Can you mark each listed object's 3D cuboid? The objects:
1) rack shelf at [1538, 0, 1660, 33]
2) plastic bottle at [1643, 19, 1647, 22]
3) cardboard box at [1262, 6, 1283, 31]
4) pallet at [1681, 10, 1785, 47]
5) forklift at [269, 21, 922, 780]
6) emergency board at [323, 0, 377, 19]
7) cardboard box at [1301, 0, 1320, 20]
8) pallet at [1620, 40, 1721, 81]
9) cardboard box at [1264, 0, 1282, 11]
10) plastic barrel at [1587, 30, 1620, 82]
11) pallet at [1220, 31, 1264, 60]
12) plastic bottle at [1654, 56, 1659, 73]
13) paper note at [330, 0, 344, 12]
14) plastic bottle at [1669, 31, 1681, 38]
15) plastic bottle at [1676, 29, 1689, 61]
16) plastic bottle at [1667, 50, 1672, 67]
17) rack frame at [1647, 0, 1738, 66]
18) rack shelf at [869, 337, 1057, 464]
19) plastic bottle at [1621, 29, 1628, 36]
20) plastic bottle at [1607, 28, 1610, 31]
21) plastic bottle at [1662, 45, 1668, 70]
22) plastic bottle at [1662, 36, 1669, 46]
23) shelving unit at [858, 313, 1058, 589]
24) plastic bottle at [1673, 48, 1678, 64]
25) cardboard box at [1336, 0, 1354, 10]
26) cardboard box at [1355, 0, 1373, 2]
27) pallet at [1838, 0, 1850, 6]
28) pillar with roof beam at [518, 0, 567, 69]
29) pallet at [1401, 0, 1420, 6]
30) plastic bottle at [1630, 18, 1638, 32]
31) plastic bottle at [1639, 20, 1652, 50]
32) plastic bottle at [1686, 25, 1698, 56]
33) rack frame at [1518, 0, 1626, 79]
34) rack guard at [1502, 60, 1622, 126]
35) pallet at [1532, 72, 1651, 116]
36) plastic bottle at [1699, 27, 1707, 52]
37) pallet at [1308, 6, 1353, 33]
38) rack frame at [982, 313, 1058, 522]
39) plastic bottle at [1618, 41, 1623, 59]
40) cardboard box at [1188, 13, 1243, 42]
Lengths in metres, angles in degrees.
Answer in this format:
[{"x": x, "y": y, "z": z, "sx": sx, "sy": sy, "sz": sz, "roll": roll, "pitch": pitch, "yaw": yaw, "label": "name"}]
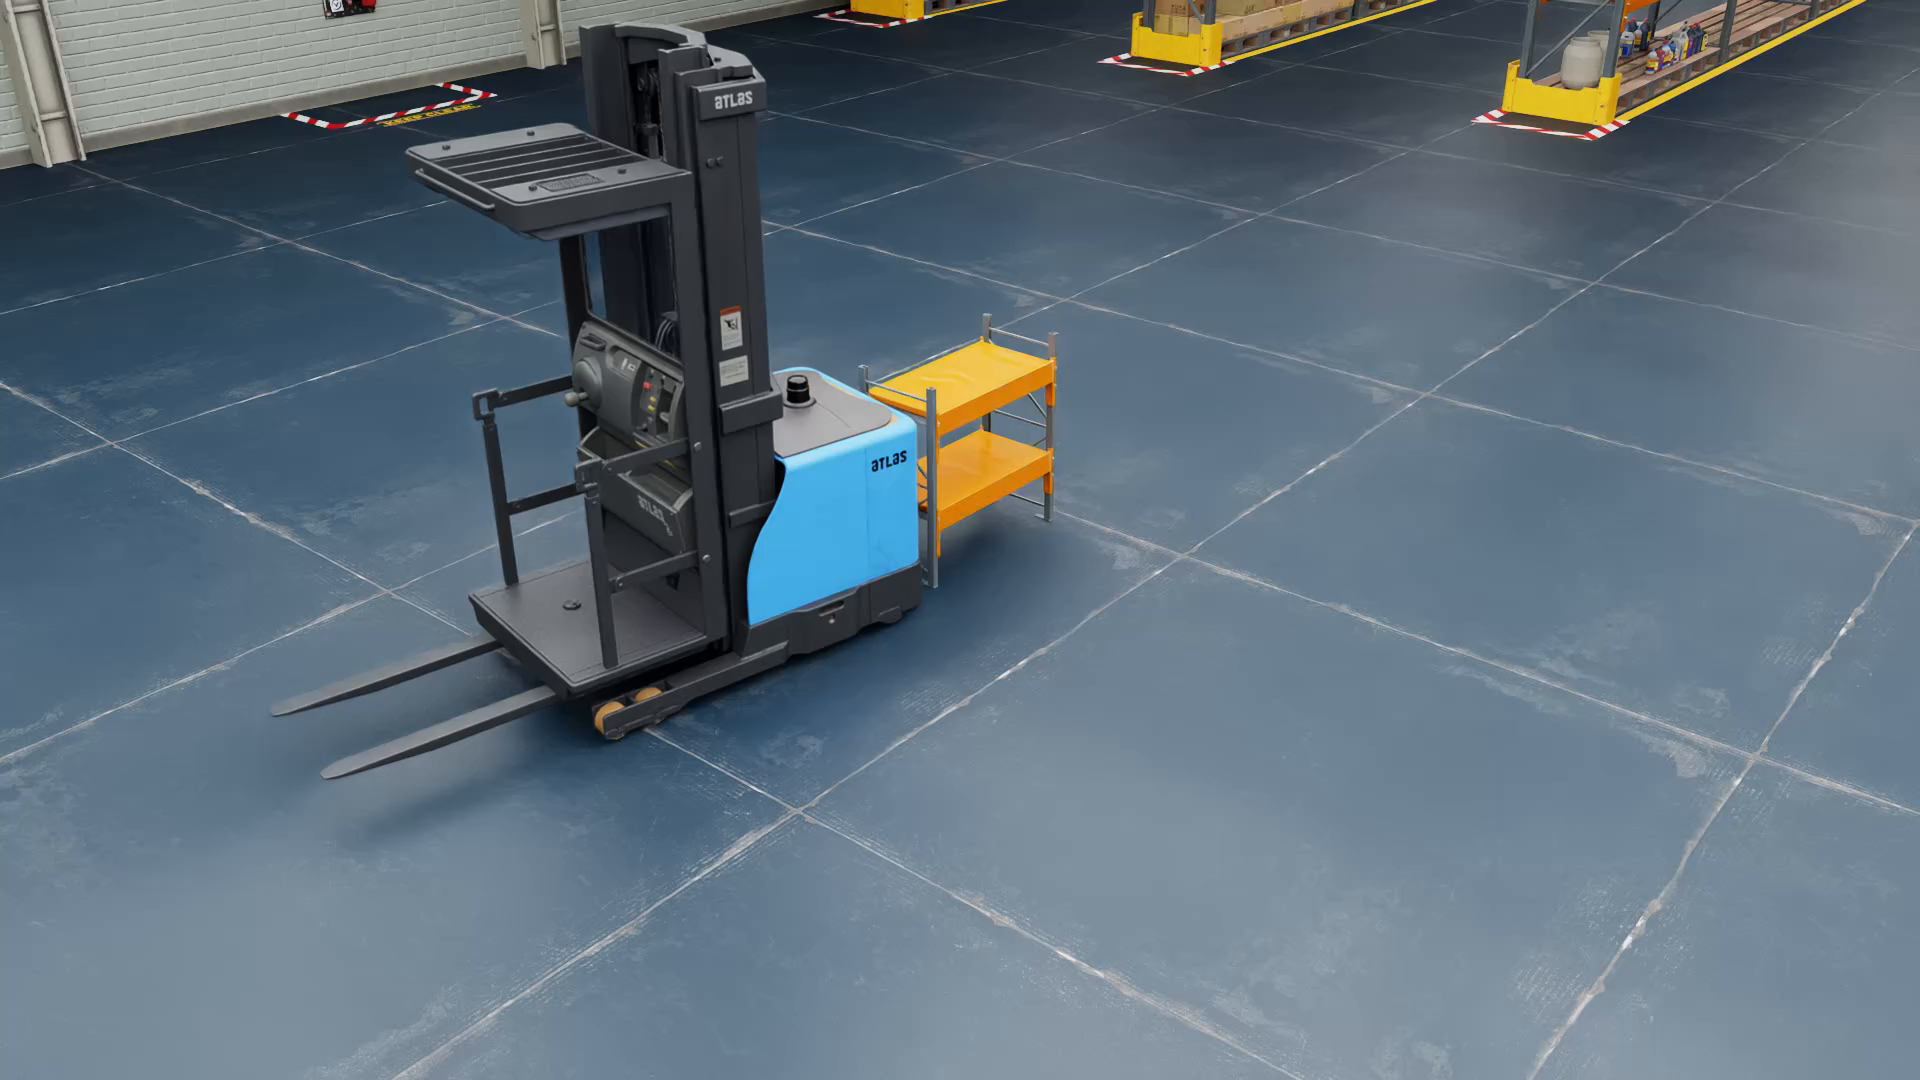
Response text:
[{"x": 7.821, "y": -6.350, "z": 19.043, "sx": 1.077, "sy": 0.370, "sz": 4.000, "roll": 21, "pitch": 34, "yaw": 34, "label": "rack shelf"}, {"x": 8.552, "y": -6.377, "z": 20.803, "sx": 0.097, "sy": 0.271, "sz": 0.097, "roll": 0, "pitch": 27, "yaw": 0, "label": "plastic bottle"}, {"x": 3.875, "y": -6.855, "z": 21.772, "sx": 0.500, "sy": 0.250, "sz": 0.500, "roll": 21, "pitch": 34, "yaw": 34, "label": "cardboard box"}, {"x": 10.338, "y": -6.864, "z": 22.289, "sx": 1.003, "sy": 0.211, "sz": 1.213, "roll": 21, "pitch": 34, "yaw": 34, "label": "pallet"}, {"x": -1.657, "y": -0.674, "z": 7.364, "sx": 3.031, "sy": 2.935, "sz": 1.130, "roll": -21, "pitch": 34, "yaw": -34, "label": "forklift"}, {"x": -6.736, "y": -6.364, "z": 18.288, "sx": 0.194, "sy": 1.169, "sz": 0.643, "roll": 21, "pitch": 34, "yaw": 34, "label": "emergency board"}, {"x": 4.515, "y": -7.208, "z": 22.455, "sx": 0.500, "sy": 0.250, "sz": 0.500, "roll": 21, "pitch": 34, "yaw": 34, "label": "cardboard box"}, {"x": 8.634, "y": -5.914, "z": 20.452, "sx": 1.003, "sy": 0.211, "sz": 1.213, "roll": 21, "pitch": 34, "yaw": 34, "label": "pallet"}, {"x": 3.866, "y": -7.191, "z": 21.606, "sx": 0.500, "sy": 0.500, "sz": 0.500, "roll": 21, "pitch": 34, "yaw": 34, "label": "cardboard box"}, {"x": 7.227, "y": -5.475, "z": 18.819, "sx": 0.421, "sy": 0.512, "sz": 0.421, "roll": 0, "pitch": 27, "yaw": 0, "label": "plastic barrel"}, {"x": 3.183, "y": -6.454, "z": 21.496, "sx": 1.003, "sy": 0.211, "sz": 1.213, "roll": 21, "pitch": 34, "yaw": 34, "label": "pallet"}, {"x": 8.008, "y": -5.501, "z": 19.186, "sx": 0.097, "sy": 0.201, "sz": 0.097, "roll": 0, "pitch": 27, "yaw": 0, "label": "plastic bottle"}, {"x": -6.902, "y": -5.930, "z": 18.408, "sx": 0.016, "sy": 0.148, "sz": 0.142, "roll": 21, "pitch": 34, "yaw": 34, "label": "paper note"}, {"x": 8.653, "y": -6.018, "z": 20.103, "sx": 0.152, "sy": 0.276, "sz": 0.135, "roll": 21, "pitch": 34, "yaw": 34, "label": "plastic bottle"}, {"x": 8.578, "y": -5.902, "z": 19.798, "sx": 0.144, "sy": 0.351, "sz": 0.185, "roll": 21, "pitch": 34, "yaw": 34, "label": "plastic bottle"}, {"x": 8.287, "y": -5.657, "z": 19.486, "sx": 0.097, "sy": 0.201, "sz": 0.097, "roll": 0, "pitch": 27, "yaw": 0, "label": "plastic bottle"}, {"x": 9.093, "y": -7.378, "z": 20.248, "sx": 1.000, "sy": 3.000, "sz": 0.127, "roll": 21, "pitch": 34, "yaw": 34, "label": "rack frame"}, {"x": 0.004, "y": -0.762, "z": 8.862, "sx": 0.538, "sy": 0.278, "sz": 1.000, "roll": 21, "pitch": 34, "yaw": 34, "label": "rack shelf"}, {"x": 8.075, "y": -6.067, "z": 20.204, "sx": 0.097, "sy": 0.271, "sz": 0.097, "roll": 0, "pitch": 27, "yaw": 0, "label": "plastic bottle"}, {"x": 7.751, "y": -5.949, "z": 19.889, "sx": 0.144, "sy": 0.351, "sz": 0.185, "roll": 22, "pitch": 35, "yaw": 36, "label": "plastic bottle"}, {"x": 8.160, "y": -5.617, "z": 19.334, "sx": 0.097, "sy": 0.271, "sz": 0.097, "roll": 0, "pitch": 27, "yaw": 0, "label": "plastic bottle"}, {"x": 8.389, "y": -5.847, "z": 19.765, "sx": 0.061, "sy": 0.283, "sz": 0.133, "roll": 21, "pitch": 34, "yaw": 34, "label": "plastic bottle"}, {"x": 0.004, "y": -0.502, "z": 8.996, "sx": 0.538, "sy": 1.125, "sz": 1.048, "roll": 21, "pitch": 34, "yaw": 34, "label": "shelving unit"}, {"x": 8.418, "y": -5.729, "z": 19.627, "sx": 0.097, "sy": 0.201, "sz": 0.097, "roll": 0, "pitch": 27, "yaw": 0, "label": "plastic bottle"}, {"x": 5.147, "y": -7.564, "z": 23.143, "sx": 0.500, "sy": 0.250, "sz": 0.500, "roll": 21, "pitch": 34, "yaw": 34, "label": "cardboard box"}, {"x": 5.721, "y": -7.863, "z": 23.721, "sx": 0.500, "sy": 0.250, "sz": 0.500, "roll": 20, "pitch": 33, "yaw": 33, "label": "cardboard box"}, {"x": 12.883, "y": -8.280, "z": 25.026, "sx": 1.003, "sy": 0.211, "sz": 1.213, "roll": 21, "pitch": 34, "yaw": 34, "label": "pallet"}, {"x": -1.813, "y": -8.636, "z": 16.149, "sx": 9.100, "sy": 9.000, "sz": 0.400, "roll": 21, "pitch": 34, "yaw": 34, "label": "pillar with roof beam"}, {"x": 6.487, "y": -8.296, "z": 25.056, "sx": 1.003, "sy": 0.211, "sz": 1.213, "roll": 21, "pitch": 34, "yaw": 34, "label": "pallet"}, {"x": 8.259, "y": -6.232, "z": 20.437, "sx": 0.144, "sy": 0.351, "sz": 0.185, "roll": 22, "pitch": 34, "yaw": 36, "label": "plastic bottle"}, {"x": 8.371, "y": -6.190, "z": 20.355, "sx": 0.144, "sy": 0.351, "sz": 0.185, "roll": 21, "pitch": 34, "yaw": 34, "label": "plastic bottle"}, {"x": 8.784, "y": -6.017, "z": 20.020, "sx": 0.144, "sy": 0.351, "sz": 0.185, "roll": 19, "pitch": 33, "yaw": 32, "label": "plastic bottle"}, {"x": 6.549, "y": -5.960, "z": 17.507, "sx": 1.000, "sy": 3.000, "sz": 0.127, "roll": 21, "pitch": 34, "yaw": 34, "label": "rack frame"}, {"x": 6.561, "y": -4.891, "z": 18.160, "sx": 1.175, "sy": 0.500, "sz": 0.348, "roll": 21, "pitch": 34, "yaw": 34, "label": "rack guard"}, {"x": 7.082, "y": -5.049, "z": 18.780, "sx": 1.003, "sy": 0.211, "sz": 1.213, "roll": 21, "pitch": 34, "yaw": 34, "label": "pallet"}, {"x": 9.042, "y": -6.100, "z": 20.255, "sx": 0.061, "sy": 0.283, "sz": 0.133, "roll": 23, "pitch": 35, "yaw": 37, "label": "plastic bottle"}, {"x": 4.735, "y": -7.319, "z": 23.168, "sx": 1.003, "sy": 0.211, "sz": 1.213, "roll": 21, "pitch": 34, "yaw": 34, "label": "pallet"}, {"x": 0.328, "y": -0.682, "z": 9.345, "sx": 0.500, "sy": 1.125, "sz": 0.032, "roll": 21, "pitch": 34, "yaw": 34, "label": "rack frame"}, {"x": 7.872, "y": -5.863, "z": 19.885, "sx": 0.097, "sy": 0.201, "sz": 0.097, "roll": 0, "pitch": 27, "yaw": 0, "label": "plastic bottle"}, {"x": 3.242, "y": -6.499, "z": 21.085, "sx": 0.500, "sy": 0.250, "sz": 0.500, "roll": 21, "pitch": 34, "yaw": 34, "label": "cardboard box"}]
